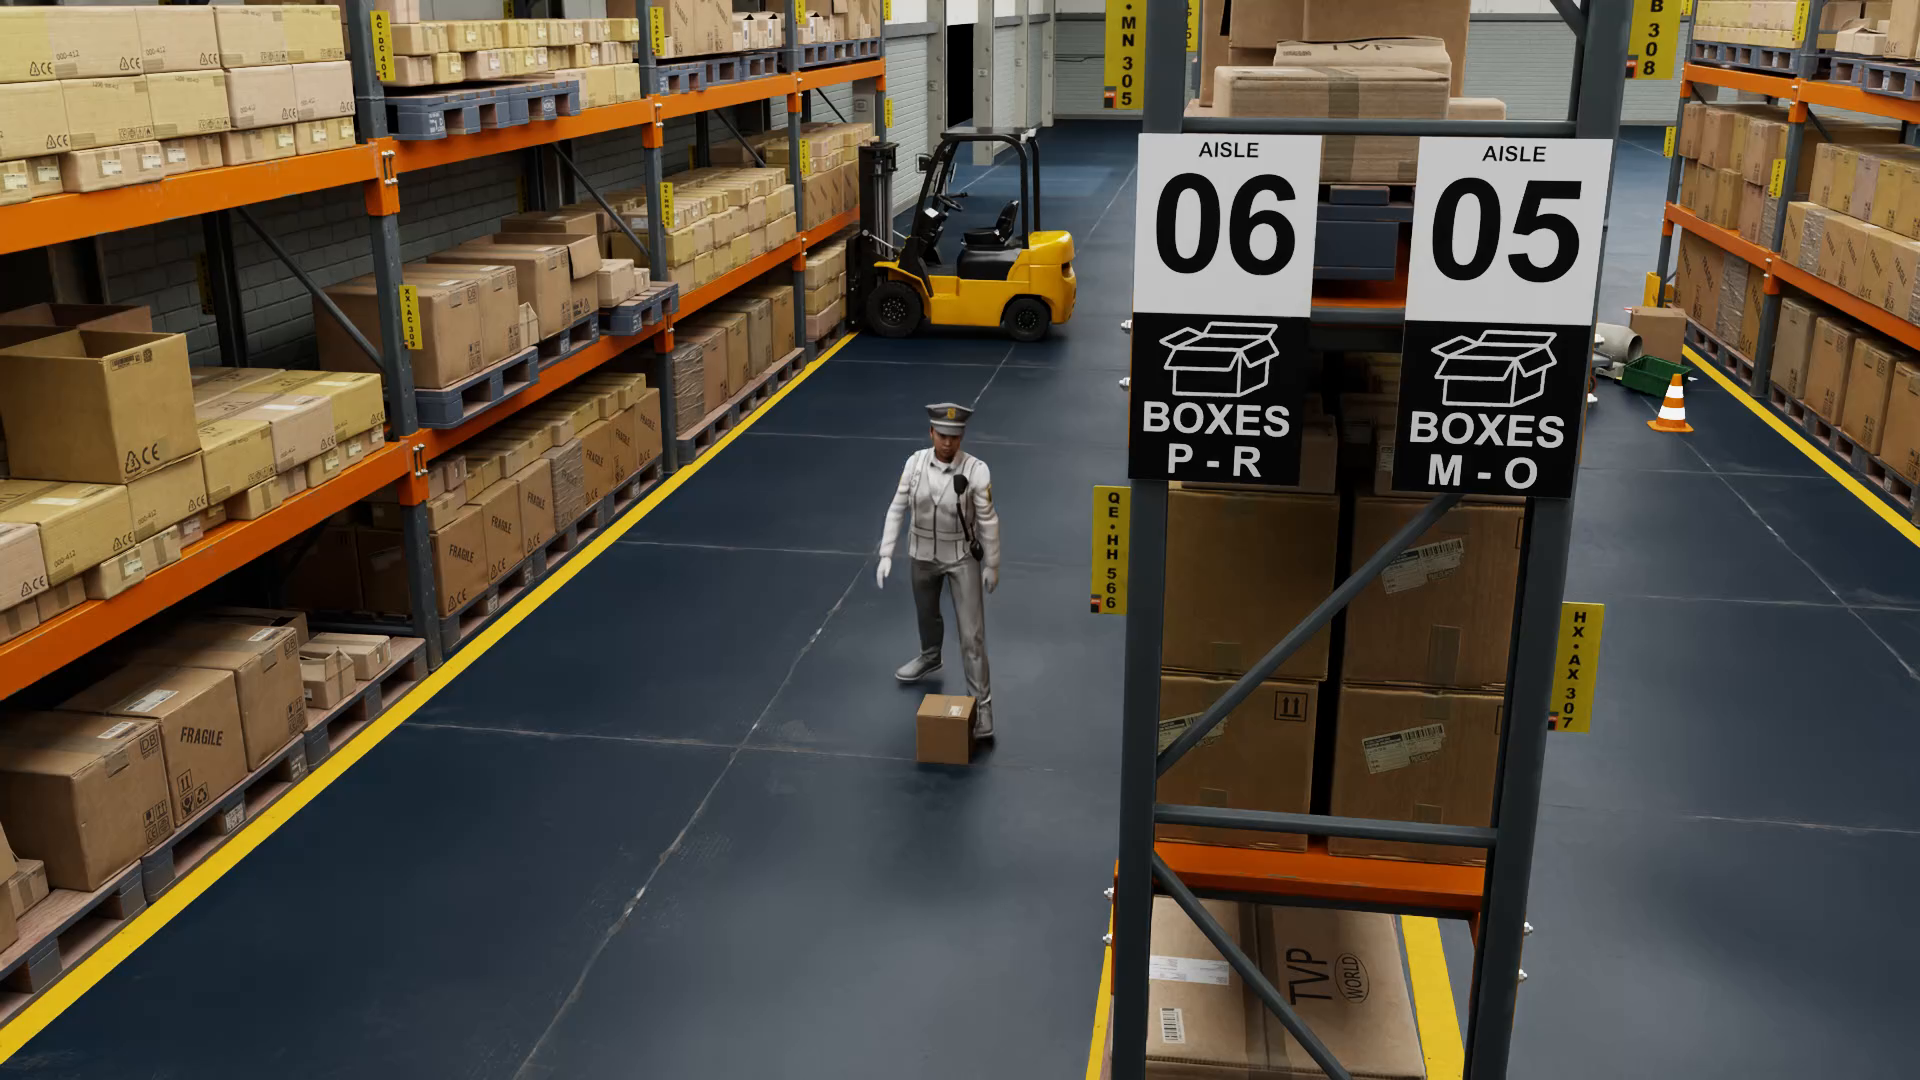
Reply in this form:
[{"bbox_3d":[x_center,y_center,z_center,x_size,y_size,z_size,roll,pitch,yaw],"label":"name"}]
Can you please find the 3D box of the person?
[{"bbox_3d":[-0.073,0.088,8.287,0.762,1.610,0.912,6,19,19],"label":"person"}]
